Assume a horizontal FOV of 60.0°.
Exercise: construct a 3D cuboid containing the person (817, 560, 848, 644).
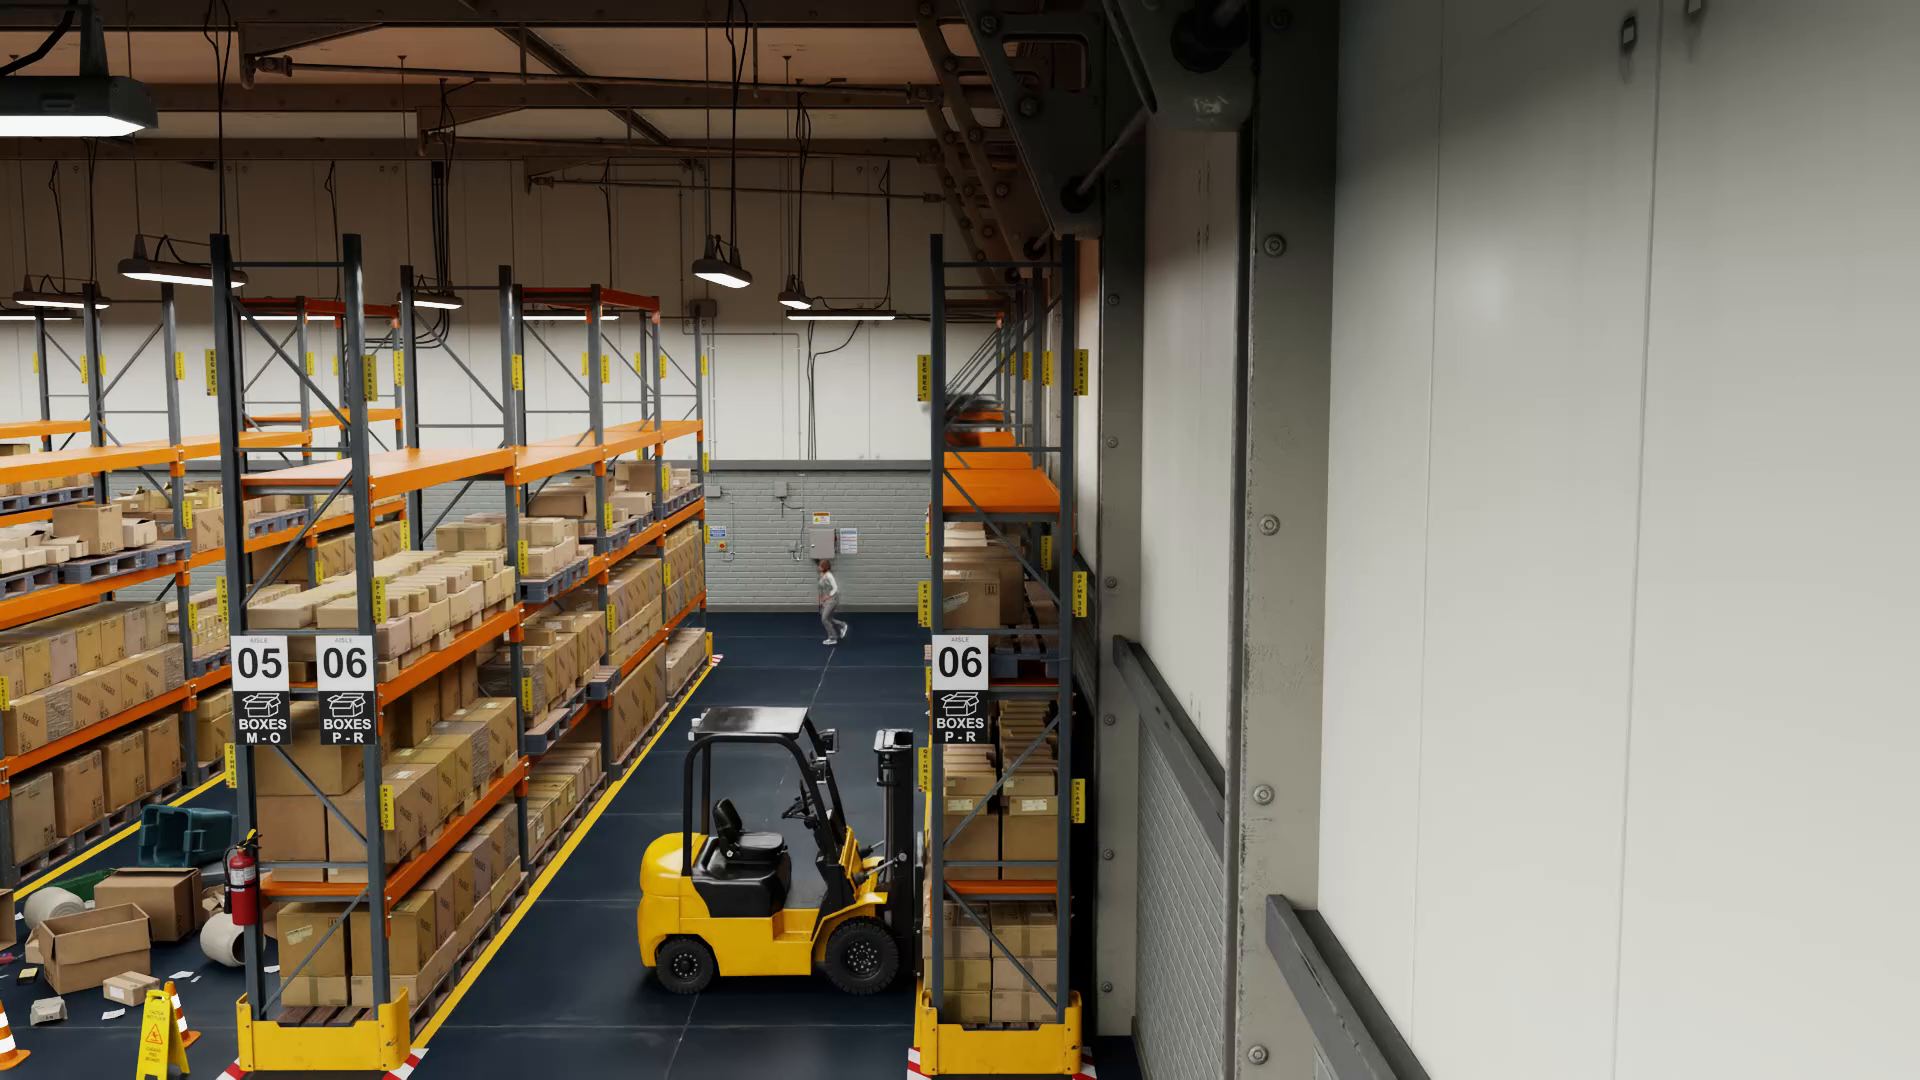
[{"bbox_3d":[-2.289,1.107,29.964,0.575,1.535,0.539,-2,7,-20],"label":"person"}]
